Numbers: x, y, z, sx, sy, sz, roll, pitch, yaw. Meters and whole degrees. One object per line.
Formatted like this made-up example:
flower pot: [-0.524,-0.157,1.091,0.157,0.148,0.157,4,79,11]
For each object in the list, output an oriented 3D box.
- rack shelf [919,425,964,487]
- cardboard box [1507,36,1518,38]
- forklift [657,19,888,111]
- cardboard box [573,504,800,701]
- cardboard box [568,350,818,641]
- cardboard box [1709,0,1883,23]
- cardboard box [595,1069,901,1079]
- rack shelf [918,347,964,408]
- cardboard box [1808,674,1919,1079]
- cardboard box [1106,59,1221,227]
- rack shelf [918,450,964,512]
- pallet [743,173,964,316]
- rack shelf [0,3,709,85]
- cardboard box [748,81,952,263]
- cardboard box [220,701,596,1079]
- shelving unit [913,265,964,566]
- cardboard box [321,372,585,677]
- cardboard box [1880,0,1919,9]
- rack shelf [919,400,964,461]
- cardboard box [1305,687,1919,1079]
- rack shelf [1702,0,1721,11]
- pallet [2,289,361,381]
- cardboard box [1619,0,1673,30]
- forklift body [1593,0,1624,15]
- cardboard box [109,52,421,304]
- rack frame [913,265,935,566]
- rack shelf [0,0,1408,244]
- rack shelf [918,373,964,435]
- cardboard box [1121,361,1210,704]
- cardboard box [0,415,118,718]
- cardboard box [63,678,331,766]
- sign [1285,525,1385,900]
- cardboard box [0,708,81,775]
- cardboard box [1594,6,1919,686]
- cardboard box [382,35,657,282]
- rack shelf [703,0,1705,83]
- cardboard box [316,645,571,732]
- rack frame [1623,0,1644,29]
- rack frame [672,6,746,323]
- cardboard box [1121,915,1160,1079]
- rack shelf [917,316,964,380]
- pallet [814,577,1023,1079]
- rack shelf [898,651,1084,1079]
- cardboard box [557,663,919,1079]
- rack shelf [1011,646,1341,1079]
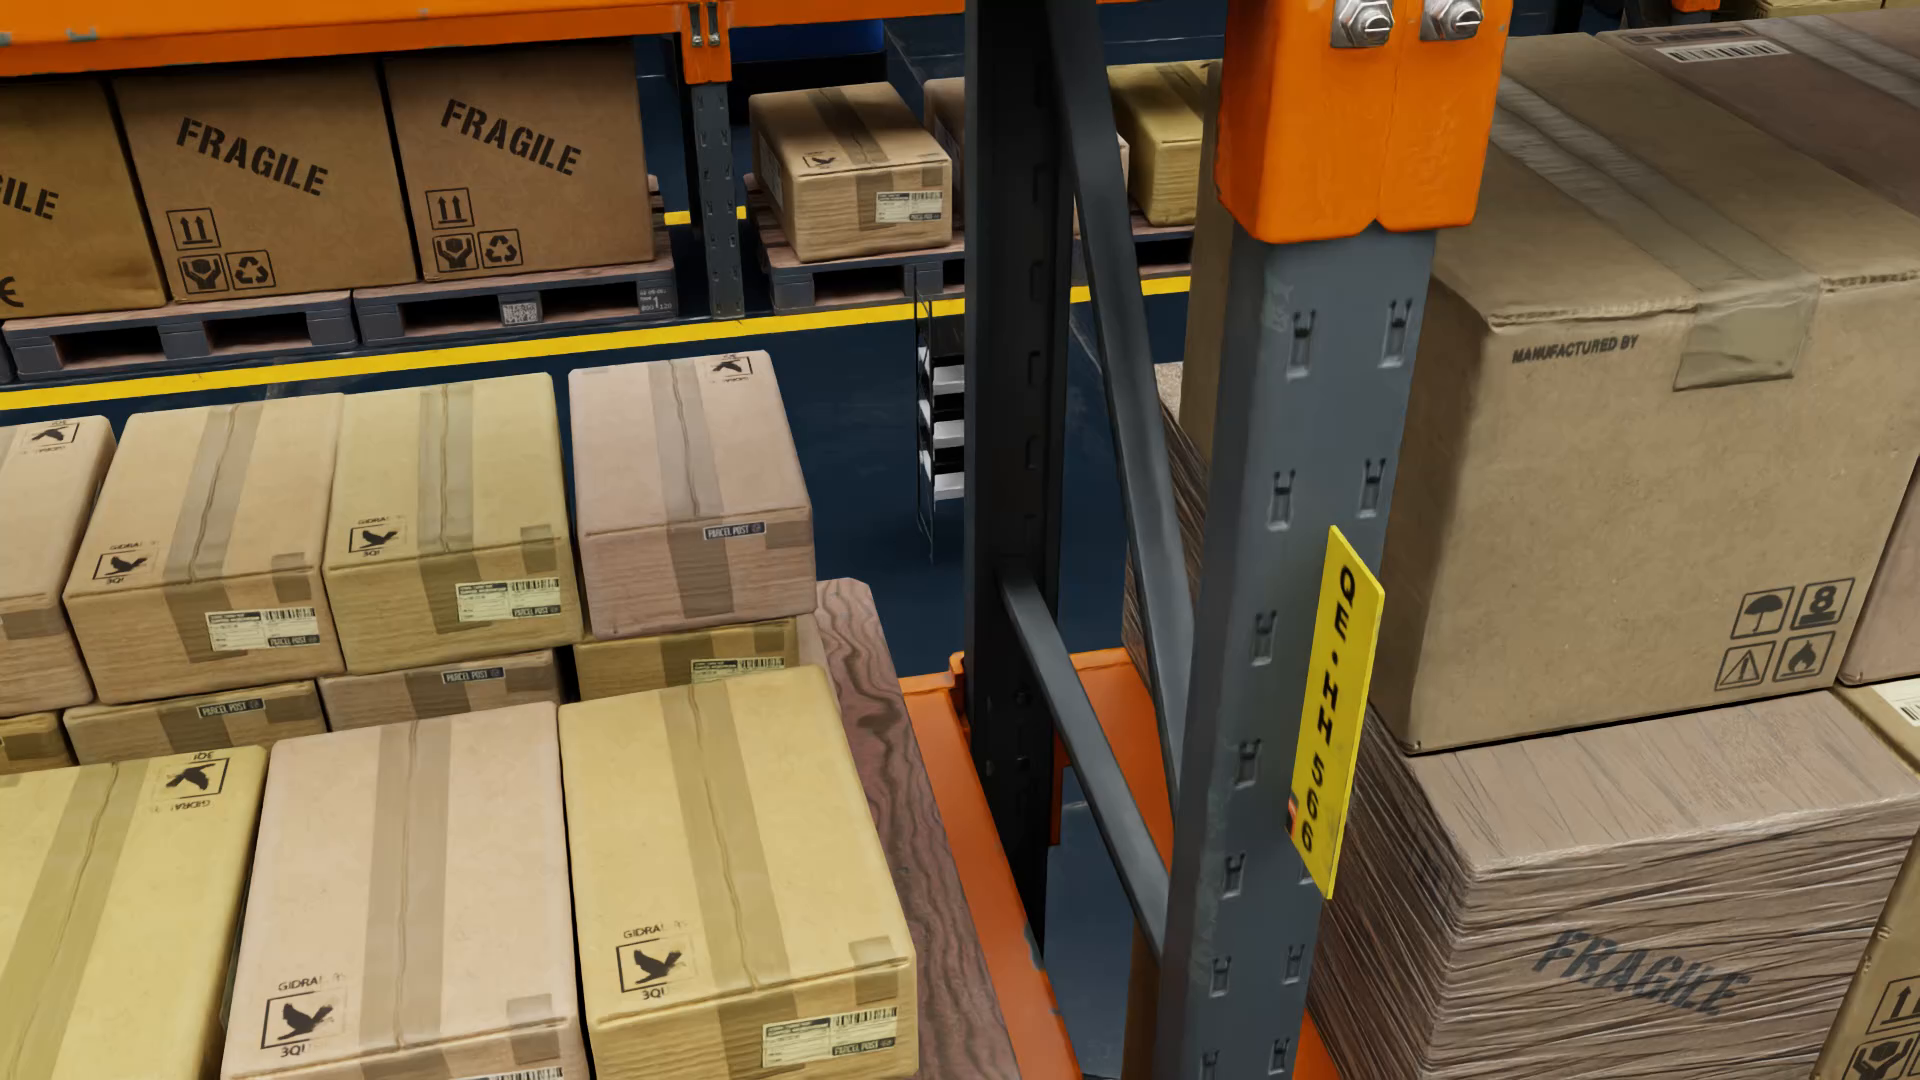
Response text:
rack shelf: [-0.008,-0.270,5.066,0.200,0.077,0.258,-7,35,-11]
cardboard box: [2.375,-1.886,7.350,0.625,0.372,0.950,-7,34,-10]
forklift: [-1.195,-4.134,8.837,1.129,2.867,3.031,-7,35,-11]
cardboard box: [-0.340,0.058,2.054,0.250,0.149,0.380,-6,34,-8]
cardboard box: [-0.322,-0.064,1.968,0.250,0.149,0.380,-7,35,-10]
cardboard box: [3.521,-2.138,7.162,0.500,0.500,0.500,-6,34,-8]
cardboard box: [-0.206,0.416,1.520,0.250,0.149,0.380,-6,34,-10]
rack shelf: [-0.008,-0.494,4.916,0.200,0.077,0.258,-7,35,-11]
cardboard box: [1.168,0.287,2.041,0.500,0.500,0.500,-7,35,-11]
cardboard box: [0.997,-1.709,7.087,0.625,0.372,0.950,-6,34,-9]
rack shelf: [-0.008,-0.196,5.117,0.200,0.077,0.258,-7,35,-11]
pallet: [-0.253,-1.314,7.019,1.213,0.211,1.003,-7,35,-11]
rack shelf: [-2.966,-1.832,5.934,4.000,0.370,1.077,-7,35,-11]
cardboard box: [-0.462,-1.524,6.811,0.625,0.372,0.950,-9,35,-14]
cardboard box: [-0.447,0.323,1.391,0.250,0.149,0.380,-8,35,-11]
shelving unit: [-0.008,-0.373,4.998,0.210,0.900,0.258,-7,35,-11]
cardboard box: [-0.580,-0.030,1.917,0.250,0.149,0.380,-8,35,-12]
cardboard box: [4.041,-2.211,7.270,0.500,0.500,0.500,-6,34,-9]
rack shelf: [-0.008,-0.345,5.016,0.200,0.077,0.258,-7,35,-11]
cardboard box: [0.673,0.351,1.945,0.500,0.500,0.500,-7,34,-10]
rack shelf: [4.837,-2.816,7.399,4.000,0.370,1.077,-7,35,-11]
pallet: [-2.988,-1.015,6.573,1.213,0.211,1.003,-7,35,-11]
cardboard box: [3.404,-2.431,7.599,0.500,0.500,0.500,-8,35,-11]
forklift body: [4.242,-4.480,9.996,1.214,2.155,2.313,-7,35,-11]
cardboard box: [-2.578,-1.522,6.356,0.875,0.875,0.875,-7,34,-10]
rack frame: [-0.107,-0.360,4.979,0.006,0.900,0.240,-7,35,-11]
rack shelf: [-1.775,-0.400,1.108,4.000,0.370,1.077,-7,35,-11]
rack shelf: [-0.008,-0.420,4.966,0.200,0.077,0.258,-7,35,-11]
cardboard box: [0.555,0.058,2.382,0.500,0.500,0.500,-7,35,-11]
cardboard box: [-1.078,0.030,1.828,0.250,0.149,0.380,-9,35,-13]
cardboard box: [-0.864,0.127,1.951,0.250,0.149,0.380,-8,35,-12]
sign: [0.304,0.147,1.371,0.005,0.325,0.100,-7,35,-11]
cardboard box: [-1.110,0.158,1.904,0.250,0.149,0.380,-7,35,-10]
cardboard box: [1.108,-0.268,1.971,0.500,0.500,0.700,-8,35,-11]
cardboard box: [-1.707,-1.629,6.516,0.875,0.875,0.875,-7,35,-11]
rack shelf: [0.935,-2.324,6.667,4.000,0.370,1.077,-7,35,-11]
cardboard box: [-0.605,0.092,2.002,0.250,0.149,0.380,-6,34,-8]
rack frame: [2.885,-2.870,6.835,0.053,2.616,0.949,-7,35,-11]
rack frame: [-1.015,-2.377,6.100,0.127,3.000,1.000,-7,35,-11]
cardboard box: [0.789,1.035,2.658,0.750,0.750,1.050,-8,35,-11]
rack shelf: [-0.008,-0.569,4.866,0.200,0.077,0.258,-7,35,-11]
pallet: [-0.496,0.526,1.946,1.003,0.211,1.213,-7,35,-11]
rack shelf: [-1.775,0.846,1.943,4.000,0.370,1.077,-7,35,-11]
cardboard box: [-0.202,0.293,1.435,0.250,0.149,0.380,-9,35,-12]
rack shelf: [2.126,0.354,2.676,4.000,0.370,1.077,-7,35,-11]
